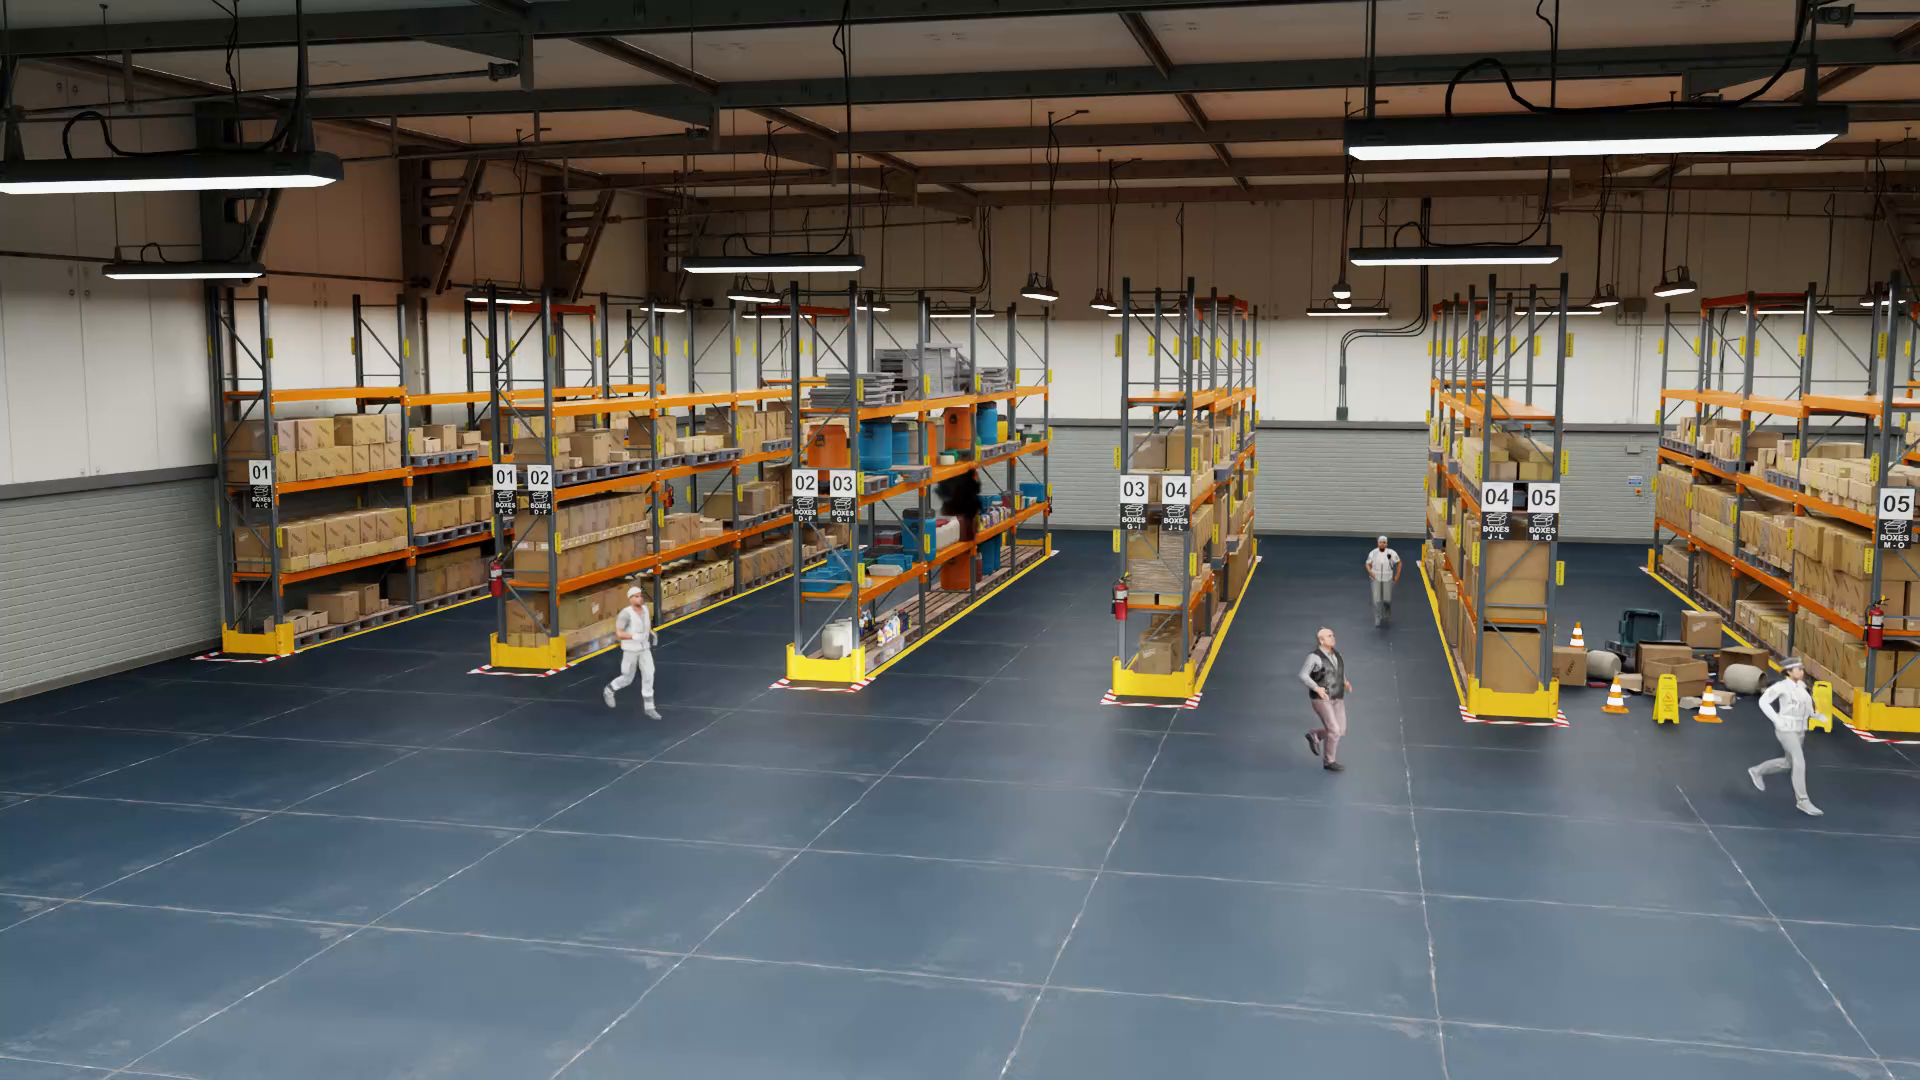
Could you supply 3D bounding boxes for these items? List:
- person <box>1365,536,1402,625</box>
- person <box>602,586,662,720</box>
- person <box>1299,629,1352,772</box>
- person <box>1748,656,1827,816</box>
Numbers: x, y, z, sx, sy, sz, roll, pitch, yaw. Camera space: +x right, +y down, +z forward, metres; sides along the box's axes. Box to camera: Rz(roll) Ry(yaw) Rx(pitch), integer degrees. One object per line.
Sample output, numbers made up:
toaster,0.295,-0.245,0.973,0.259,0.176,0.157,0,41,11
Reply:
person,7.692,0.734,30.245,0.640,1.626,0.571,2,7,16
person,-4.446,1.515,22.678,0.991,1.794,0.669,6,9,40
person,4.355,1.893,19.881,0.663,1.678,0.704,-5,8,-35
person,9.033,2.092,18.162,0.607,1.702,0.893,-4,8,-33
